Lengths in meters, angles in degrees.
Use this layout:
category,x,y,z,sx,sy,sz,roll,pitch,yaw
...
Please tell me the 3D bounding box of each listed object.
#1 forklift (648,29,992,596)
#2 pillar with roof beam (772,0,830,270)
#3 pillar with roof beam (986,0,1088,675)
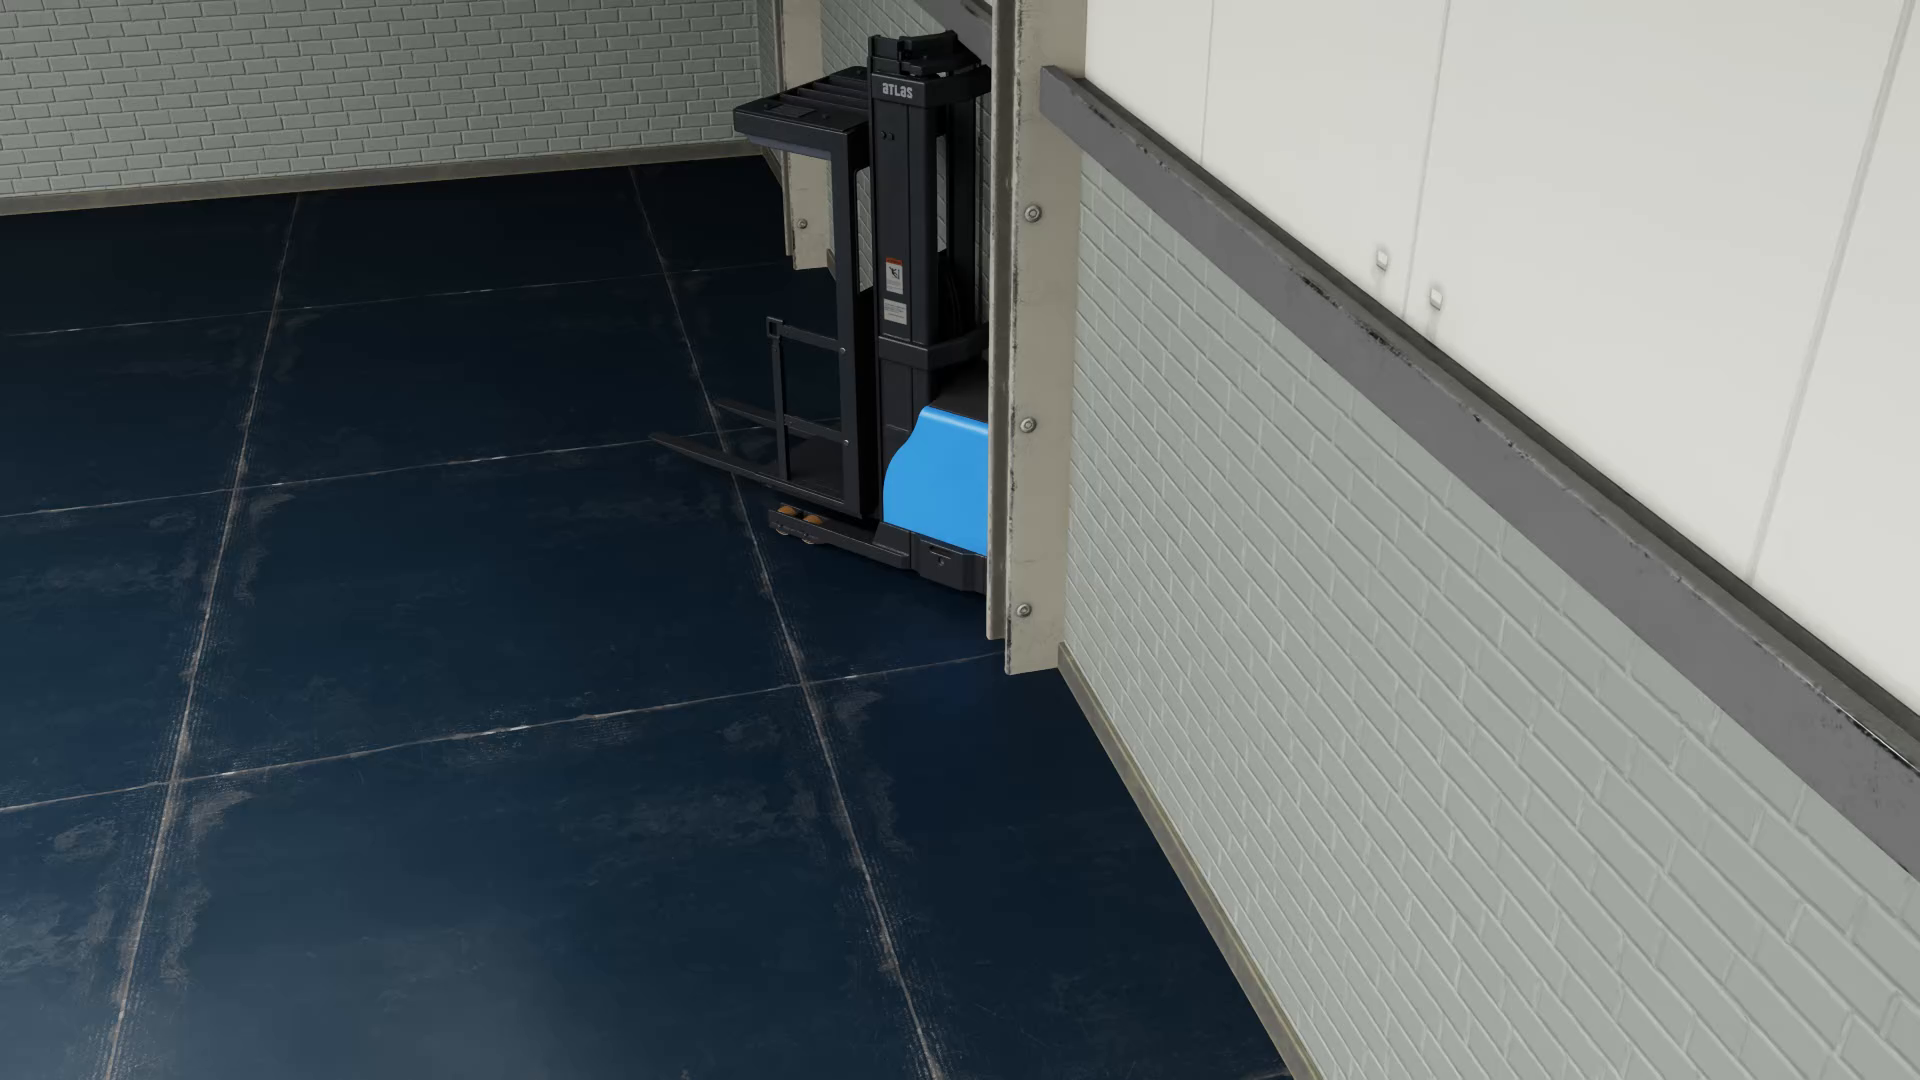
category,x,y,z,sx,sy,sz,roll,pitch,yaw
forklift,-0.517,-1.443,9.318,3.031,2.935,1.130,19,35,29
pillar with roof beam,-5.403,-5.641,10.514,9.100,9.000,0.400,-8,31,-13
pillar with roof beam,-3.811,-2.744,5.507,9.100,9.000,0.400,-8,31,-13
